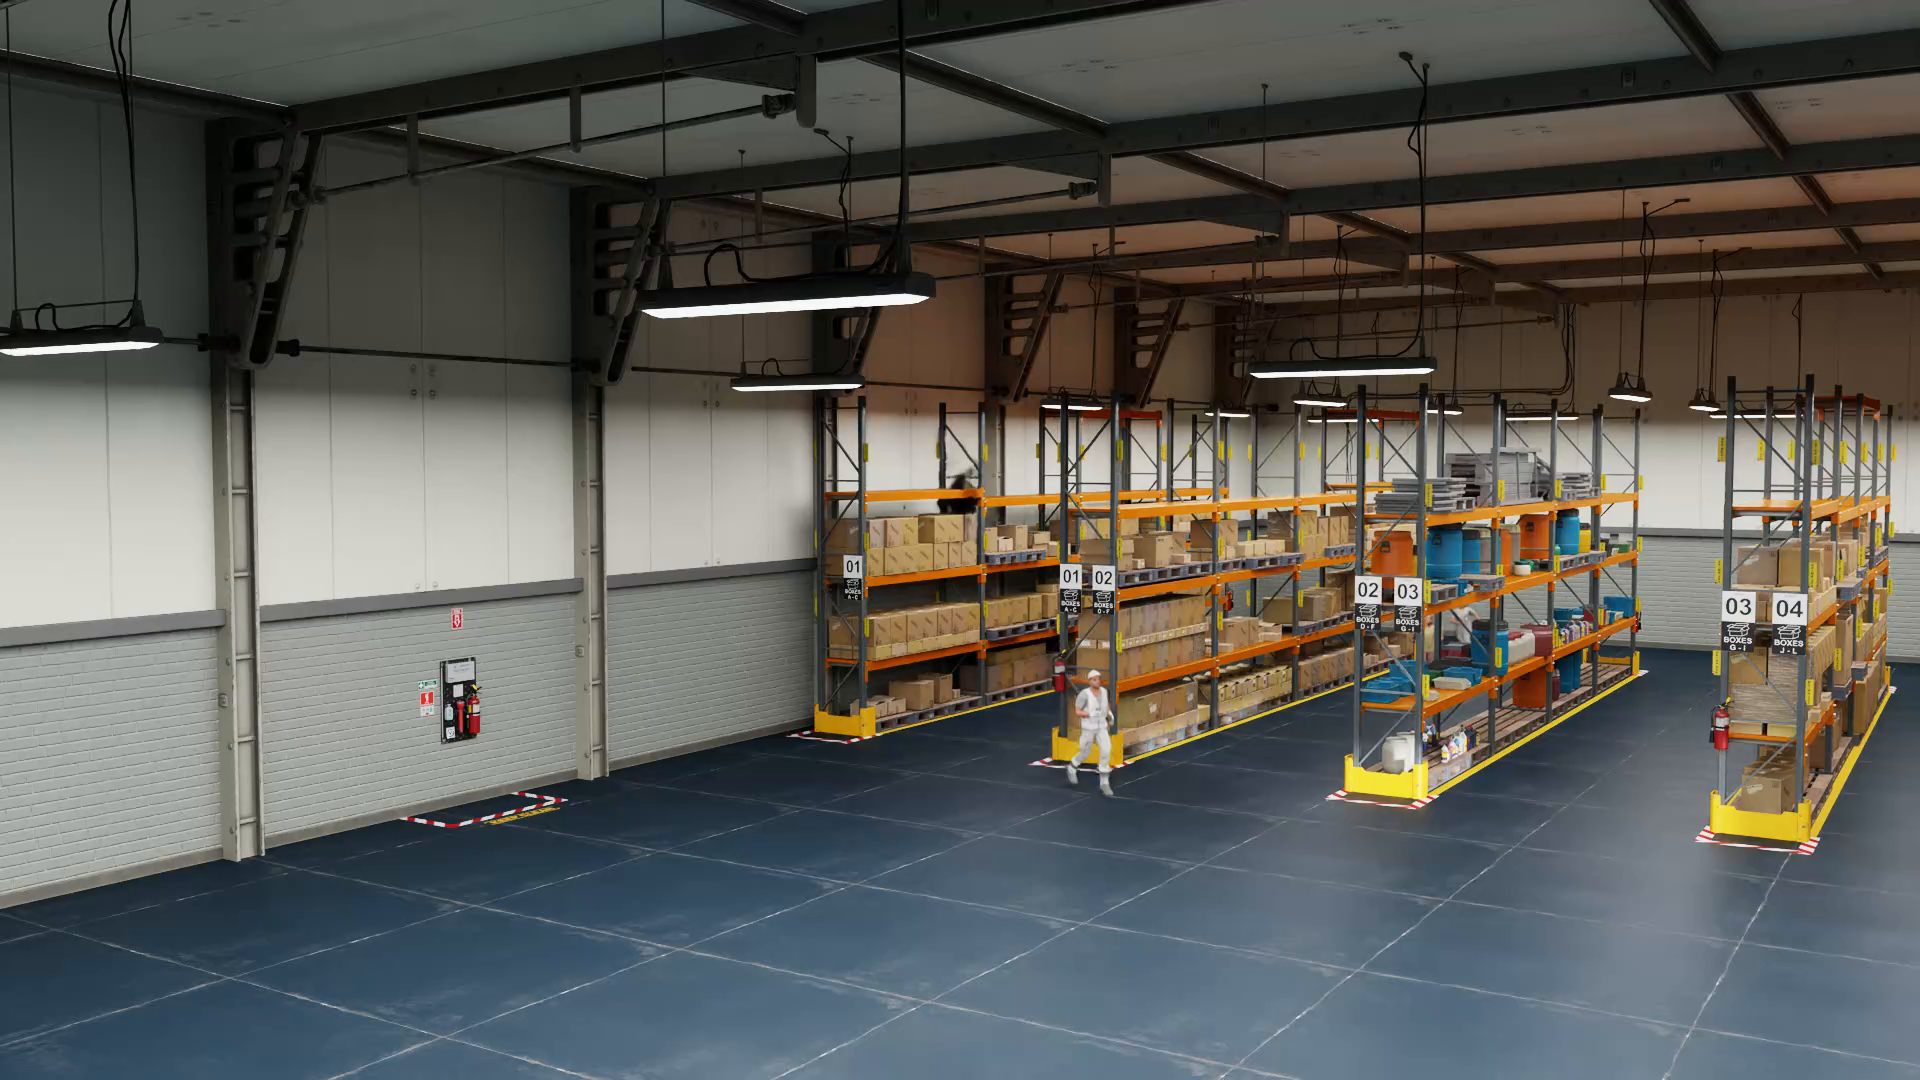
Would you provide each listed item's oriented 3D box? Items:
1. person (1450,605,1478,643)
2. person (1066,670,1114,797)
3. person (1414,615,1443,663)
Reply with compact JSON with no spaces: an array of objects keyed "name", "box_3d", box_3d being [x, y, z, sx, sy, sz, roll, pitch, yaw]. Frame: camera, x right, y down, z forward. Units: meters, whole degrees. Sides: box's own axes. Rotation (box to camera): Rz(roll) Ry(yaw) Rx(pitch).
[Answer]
[{"name":"person","box_3d":[11.687,2.164,38.621,0.579,1.691,0.642,2,3,30]},{"name":"person","box_3d":[1.959,2.812,24.573,0.673,1.814,0.980,-1,3,-24]},{"name":"person","box_3d":[9.826,2.352,34.965,0.577,1.622,0.560,1,3,26]}]
